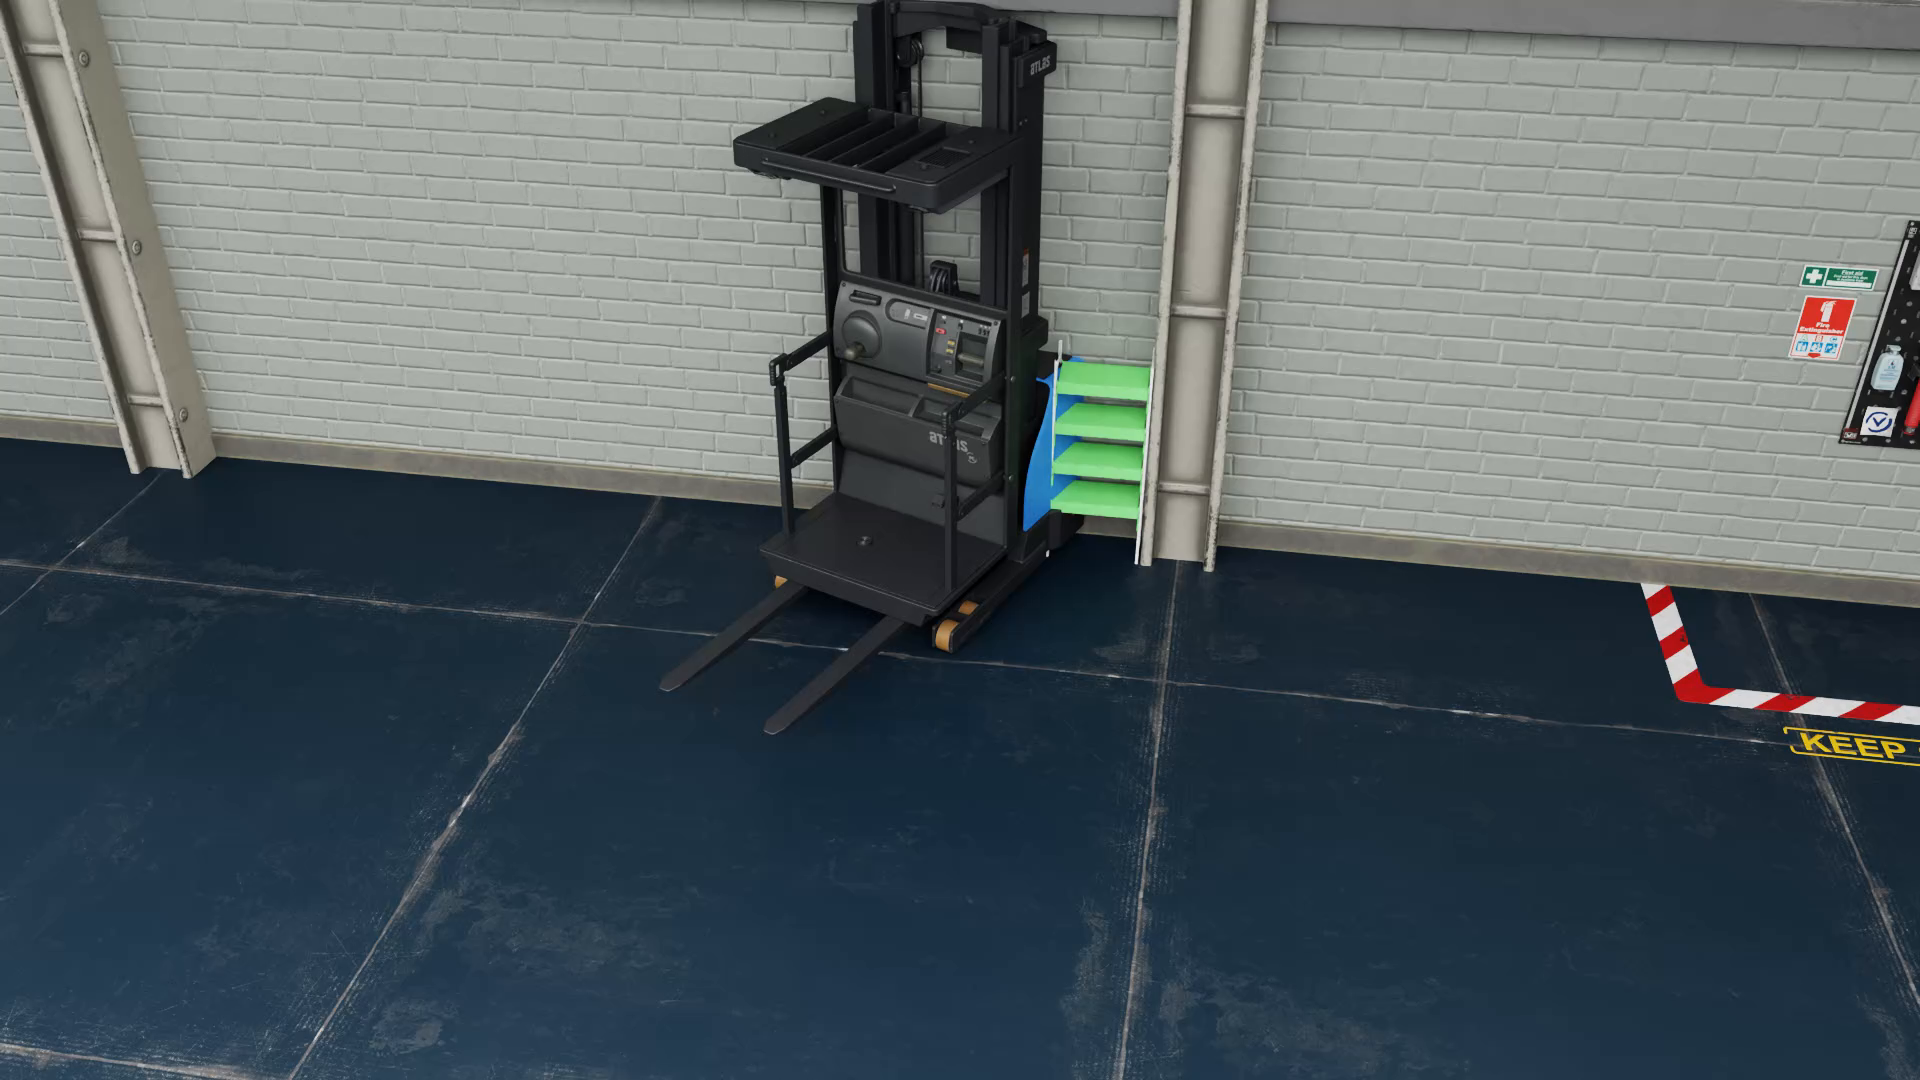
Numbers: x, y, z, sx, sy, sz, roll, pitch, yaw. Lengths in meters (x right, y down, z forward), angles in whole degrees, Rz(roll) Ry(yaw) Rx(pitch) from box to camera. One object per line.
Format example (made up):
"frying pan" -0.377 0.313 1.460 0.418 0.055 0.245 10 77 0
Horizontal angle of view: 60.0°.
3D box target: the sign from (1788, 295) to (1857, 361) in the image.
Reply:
"sign" 4.159 -1.022 8.021 0.234 0.329 0.001 5 32 8

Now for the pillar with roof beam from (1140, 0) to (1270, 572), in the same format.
"pillar with roof beam" 0.477 -1.490 3.148 0.400 9.000 9.100 5 32 8

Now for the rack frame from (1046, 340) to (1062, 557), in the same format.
"rack frame" 0.500 -0.473 8.872 0.015 1.200 0.240 5 34 7

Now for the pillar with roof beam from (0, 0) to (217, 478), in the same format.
"pillar with roof beam" -5.437 -2.025 4.004 0.400 9.000 9.100 5 32 8

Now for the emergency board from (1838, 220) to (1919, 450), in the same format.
"emergency board" 4.681 -0.913 7.882 0.626 1.169 0.157 5 32 8

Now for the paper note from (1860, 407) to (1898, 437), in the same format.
"paper note" 4.523 -0.582 8.182 0.142 0.148 0.016 5 32 8

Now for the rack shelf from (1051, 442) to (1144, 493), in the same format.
"rack shelf" 0.740 -0.397 8.879 0.480 0.148 0.258 5 34 7

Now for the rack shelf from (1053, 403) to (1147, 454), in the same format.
"rack shelf" 0.743 -0.597 8.746 0.480 0.148 0.258 5 34 7

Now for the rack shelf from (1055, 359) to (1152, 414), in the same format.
"rack shelf" 0.746 -0.797 8.613 0.480 0.148 0.258 5 34 7

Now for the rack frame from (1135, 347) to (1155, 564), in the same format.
"rack frame" 0.982 -0.428 8.814 0.015 1.200 0.240 5 34 7

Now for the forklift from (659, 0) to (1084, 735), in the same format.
"forklift" -0.327 -0.960 8.020 1.130 2.935 3.031 18 36 26

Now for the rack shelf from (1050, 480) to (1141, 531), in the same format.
"rack shelf" 0.738 -0.198 9.011 0.480 0.148 0.258 5 34 7

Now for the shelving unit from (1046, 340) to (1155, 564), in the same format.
"shelving unit" 0.741 -0.451 8.843 0.503 1.200 0.258 5 34 7

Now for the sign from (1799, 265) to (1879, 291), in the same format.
"sign" 4.162 -1.241 7.873 0.331 0.109 0.001 5 32 8
